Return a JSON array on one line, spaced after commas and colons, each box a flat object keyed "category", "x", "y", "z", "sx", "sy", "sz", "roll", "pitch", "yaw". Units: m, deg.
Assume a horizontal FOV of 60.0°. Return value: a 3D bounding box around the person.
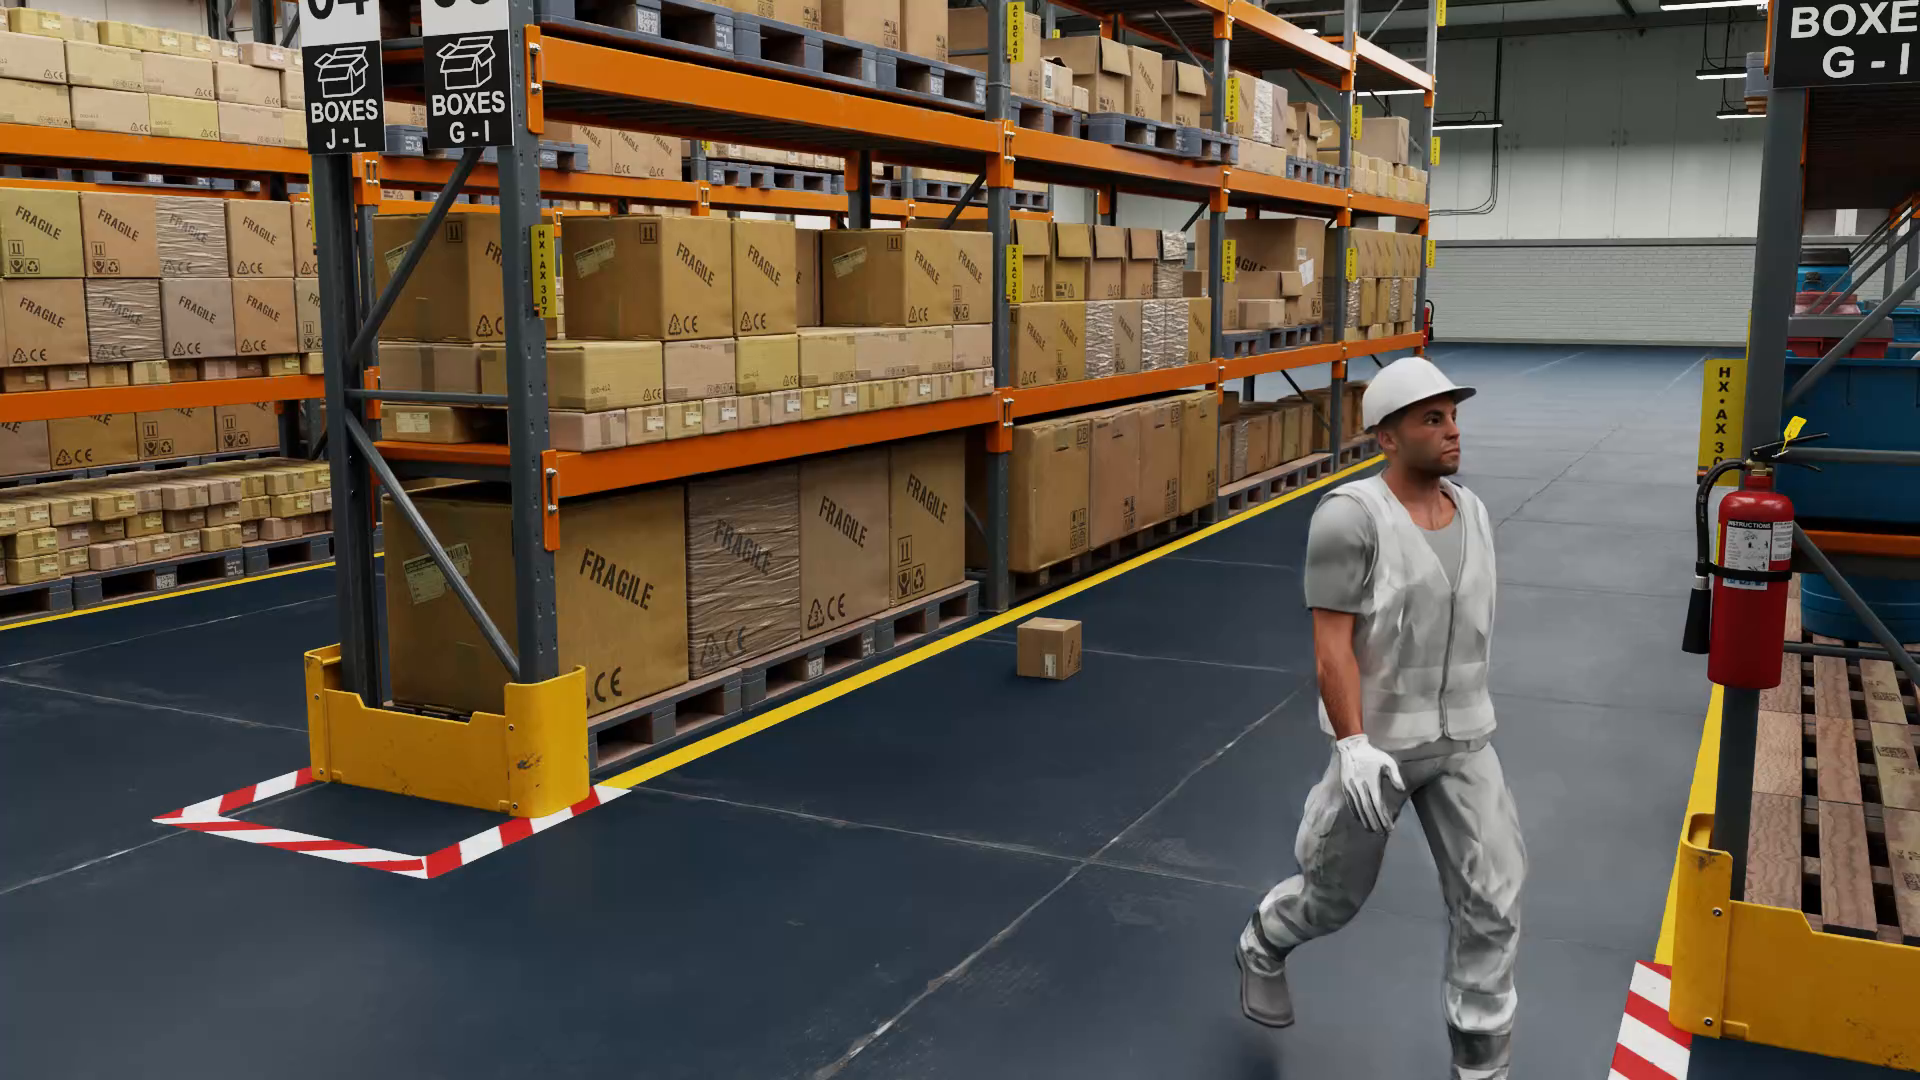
[{"category": "person", "x": 1.018, "y": 0.462, "z": 3.834, "sx": 0.511, "sy": 1.754, "sz": 0.961, "roll": -3, "pitch": 9, "yaw": -18}]
